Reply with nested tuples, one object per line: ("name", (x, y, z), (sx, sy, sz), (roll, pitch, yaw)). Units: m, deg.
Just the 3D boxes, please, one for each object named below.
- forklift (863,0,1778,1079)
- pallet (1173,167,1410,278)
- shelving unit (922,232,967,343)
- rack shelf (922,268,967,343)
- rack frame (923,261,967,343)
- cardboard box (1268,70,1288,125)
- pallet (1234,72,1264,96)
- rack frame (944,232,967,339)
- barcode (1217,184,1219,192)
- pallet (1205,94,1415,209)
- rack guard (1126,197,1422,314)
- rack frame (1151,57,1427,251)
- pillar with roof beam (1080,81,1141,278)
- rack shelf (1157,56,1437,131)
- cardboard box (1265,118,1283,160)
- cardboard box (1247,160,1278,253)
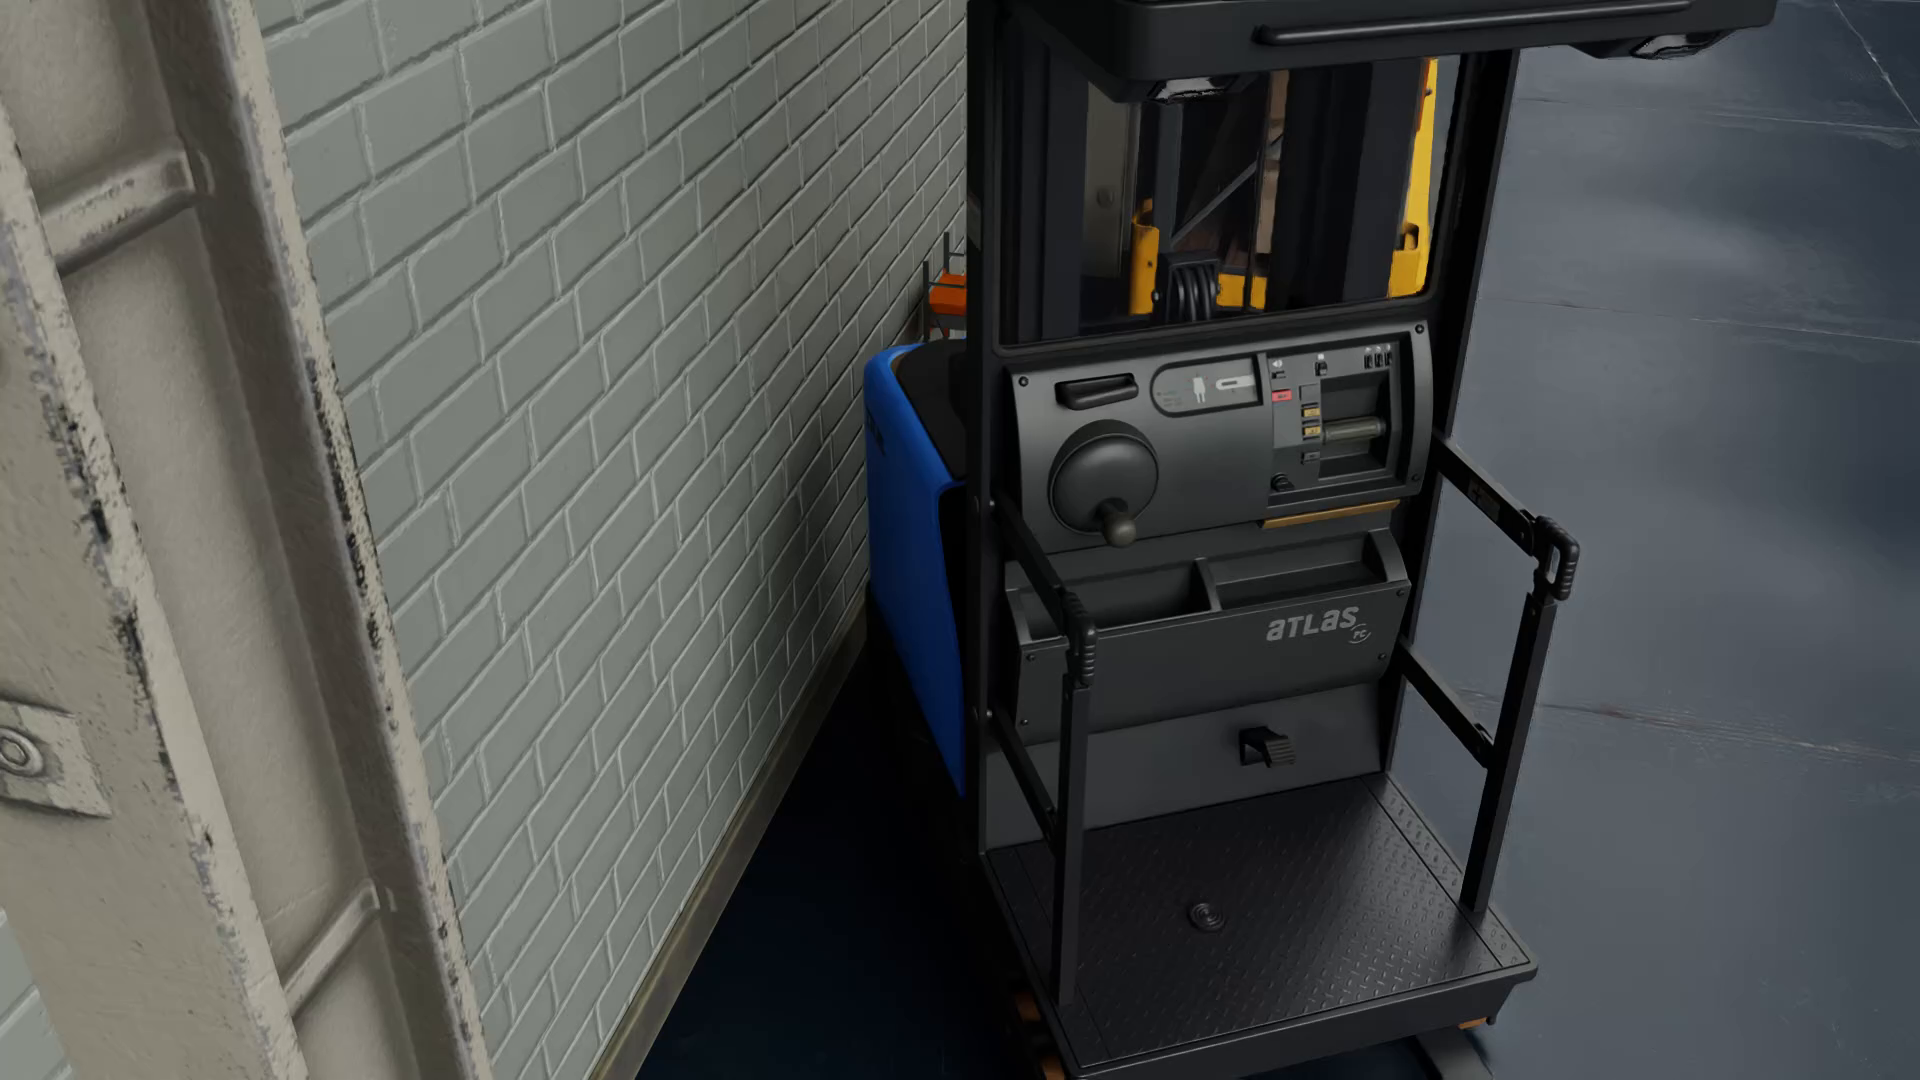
("forklift", (0.618, -0.171, 3.286), (1.130, 2.935, 3.031), (-9, 33, -14))
("pallet", (1.547, -1.393, 7.744), (1.003, 0.211, 1.213), (8, 33, 12))
("shelving unit", (0.014, -0.471, 5.512), (0.215, 1.050, 0.252), (8, 33, 12))
("rack shelf", (0.014, -0.701, 5.365), (0.215, 0.259, 0.240), (8, 33, 12))
("rack frame", (-0.017, -0.408, 5.412), (0.200, 1.050, 0.008), (8, 33, 12))
("cardboard box", (1.929, -2.260, 8.430), (0.700, 0.500, 0.500), (6, 33, 9))
("pallet", (2.166, -2.659, 9.735), (1.003, 0.211, 1.213), (8, 33, 12))
("rack frame", (0.045, -0.534, 5.612), (0.200, 1.050, 0.008), (8, 33, 12))
("barcode", (1.167, -1.579, 7.525), (0.001, 0.075, 0.075), (8, 33, 12))
("pallet", (1.858, -2.024, 8.736), (1.003, 0.211, 1.213), (8, 33, 12))
("rack guard", (1.306, -1.098, 7.011), (1.175, 0.500, 0.348), (8, 33, 12))
("rack frame", (1.287, -2.113, 6.278), (1.000, 3.000, 0.127), (8, 33, 12))
("pillar with roof beam", (4.792, -4.540, 4.503), (9.100, 9.000, 0.400), (8, 33, 12))
("rack shelf", (1.794, -2.847, 8.104), (1.077, 0.370, 4.000), (8, 33, 12))
("cardboard box", (1.694, -1.807, 7.892), (0.500, 0.311, 0.500), (11, 34, 16))
("cardboard box", (1.550, -1.511, 7.427), (0.500, 0.311, 0.500), (4, 33, 7))
